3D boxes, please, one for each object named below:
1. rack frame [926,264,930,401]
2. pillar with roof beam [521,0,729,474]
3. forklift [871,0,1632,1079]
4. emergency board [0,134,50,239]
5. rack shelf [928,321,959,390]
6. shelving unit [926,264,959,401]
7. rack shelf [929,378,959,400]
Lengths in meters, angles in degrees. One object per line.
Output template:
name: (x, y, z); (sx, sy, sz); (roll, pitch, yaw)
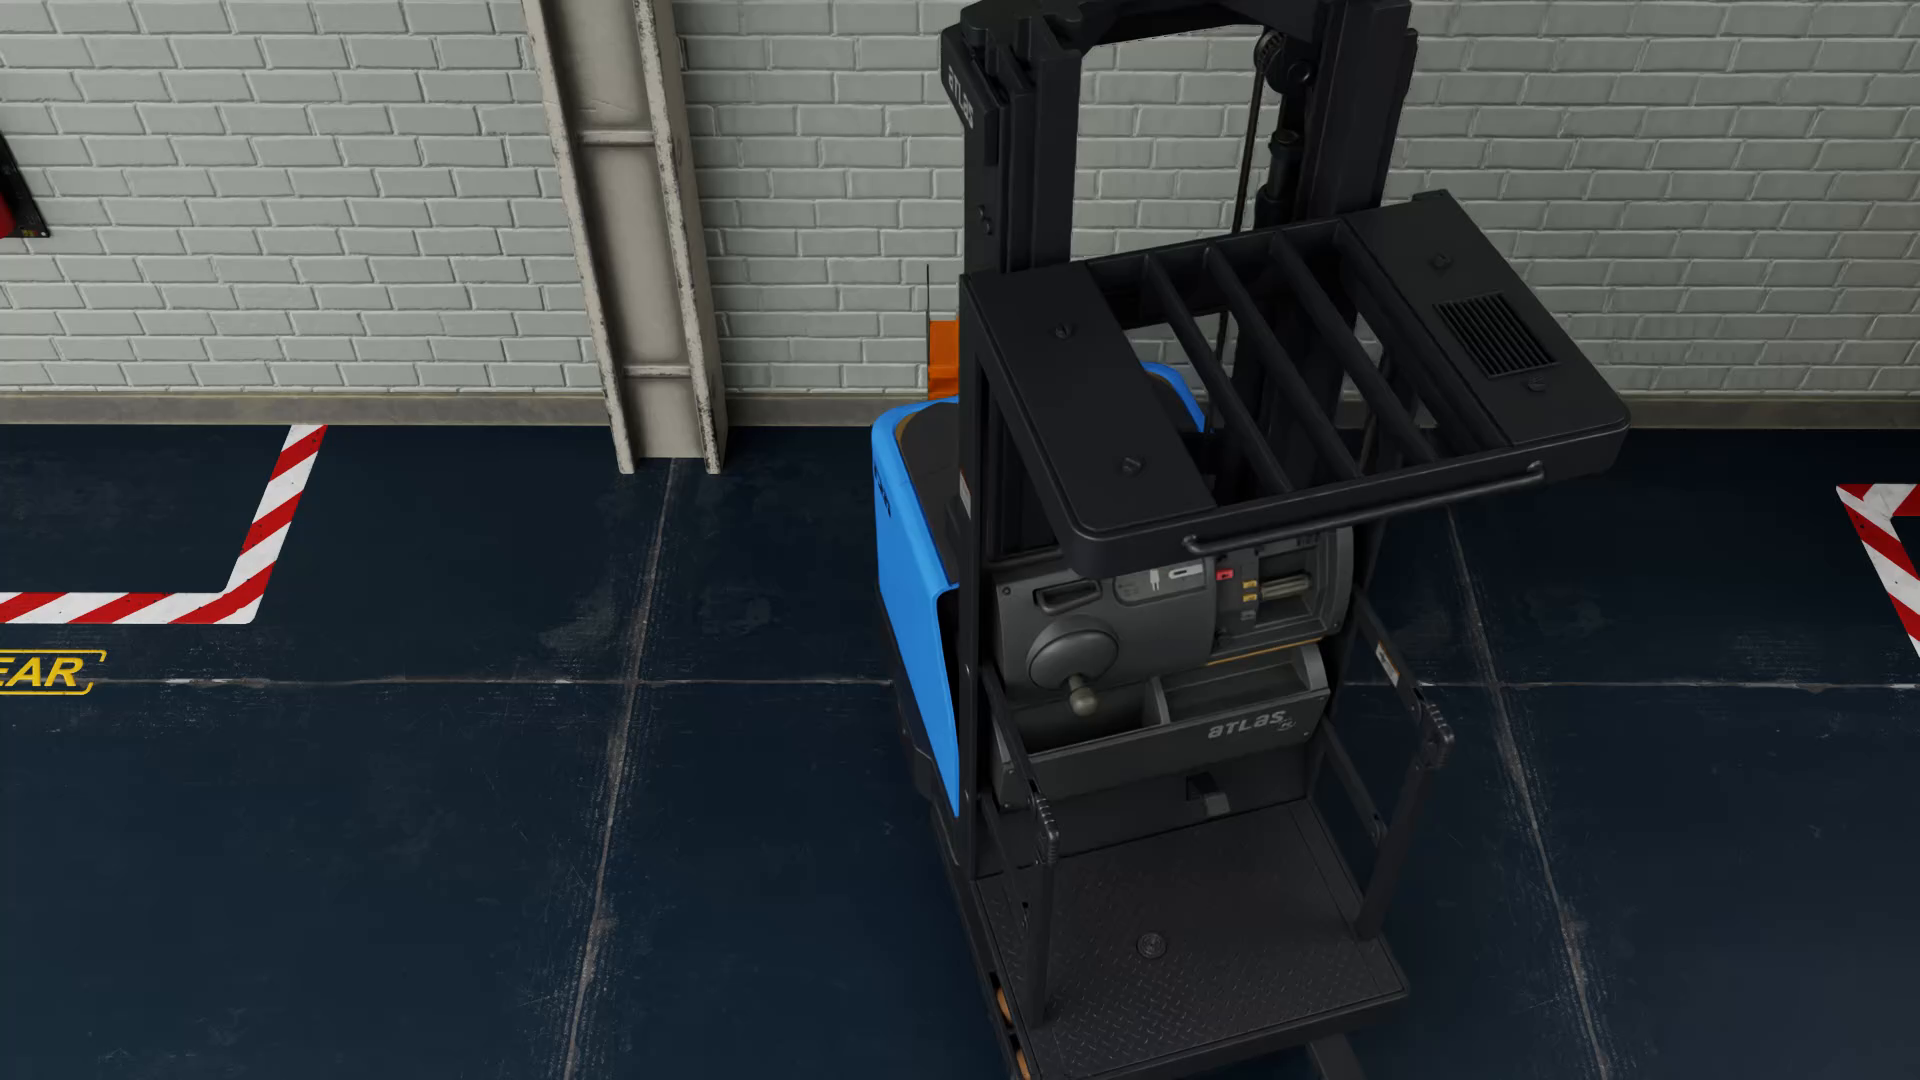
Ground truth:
rack frame: (-0.106, -0.409, 5.811); (0.006, 1.200, 0.240); (0, 47, 0)
pillar with roof beam: (-1.145, -0.288, 0.370); (0.400, 9.000, 9.100); (0, 47, 0)
forklift: (0.602, 0.272, 3.994); (1.130, 2.935, 3.031); (-12, 48, -11)
emergency board: (-3.600, -1.430, 5.531); (0.643, 1.169, 0.194); (0, 47, 0)
rack shelf: (-0.014, -0.624, 5.580); (0.180, 0.103, 0.258); (0, 47, 0)
shelving unit: (-0.014, -0.409, 5.811); (0.189, 1.200, 0.258); (0, 47, 0)
rack shelf: (-0.014, -0.542, 5.668); (0.180, 0.103, 0.258); (0, 47, 0)
